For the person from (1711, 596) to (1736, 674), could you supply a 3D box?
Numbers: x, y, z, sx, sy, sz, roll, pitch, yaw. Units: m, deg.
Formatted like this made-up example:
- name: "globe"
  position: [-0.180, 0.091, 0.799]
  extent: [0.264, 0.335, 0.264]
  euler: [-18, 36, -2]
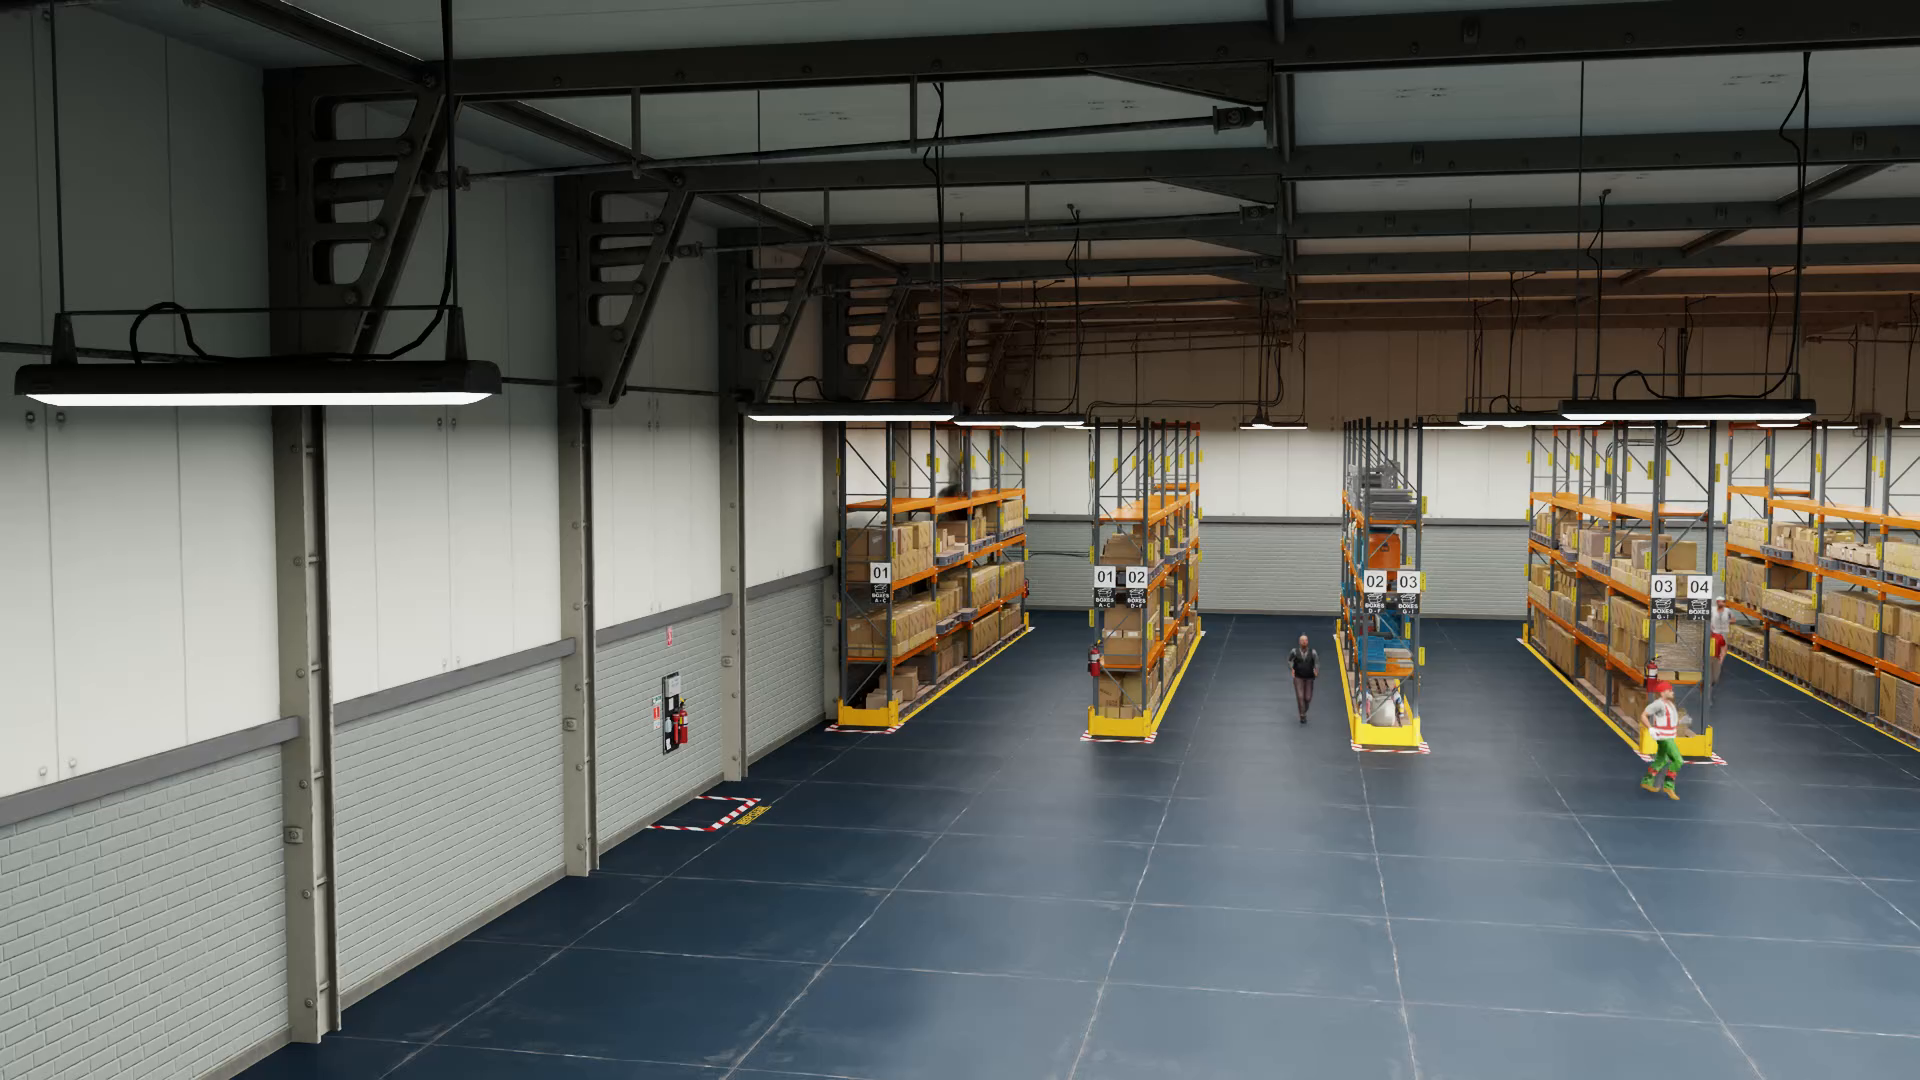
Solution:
- name: "person"
  position: [18.192, 2.253, 39.751]
  extent: [0.623, 1.838, 0.845]
  euler: [1, 4, 14]

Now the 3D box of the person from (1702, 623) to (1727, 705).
- name: "person"
  position: [15.884, 2.596, 35.241]
  extent: [0.667, 1.734, 0.712]
  euler: [1, 4, 12]

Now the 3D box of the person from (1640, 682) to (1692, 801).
- name: "person"
  position: [11.047, 3.137, 26.041]
  extent: [0.763, 1.830, 0.649]
  euler: [3, 5, 38]

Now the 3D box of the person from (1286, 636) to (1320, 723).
- name: "person"
  position: [6.818, 2.746, 33.050]
  extent: [0.661, 1.701, 0.748]
  euler: [0, 4, 6]
